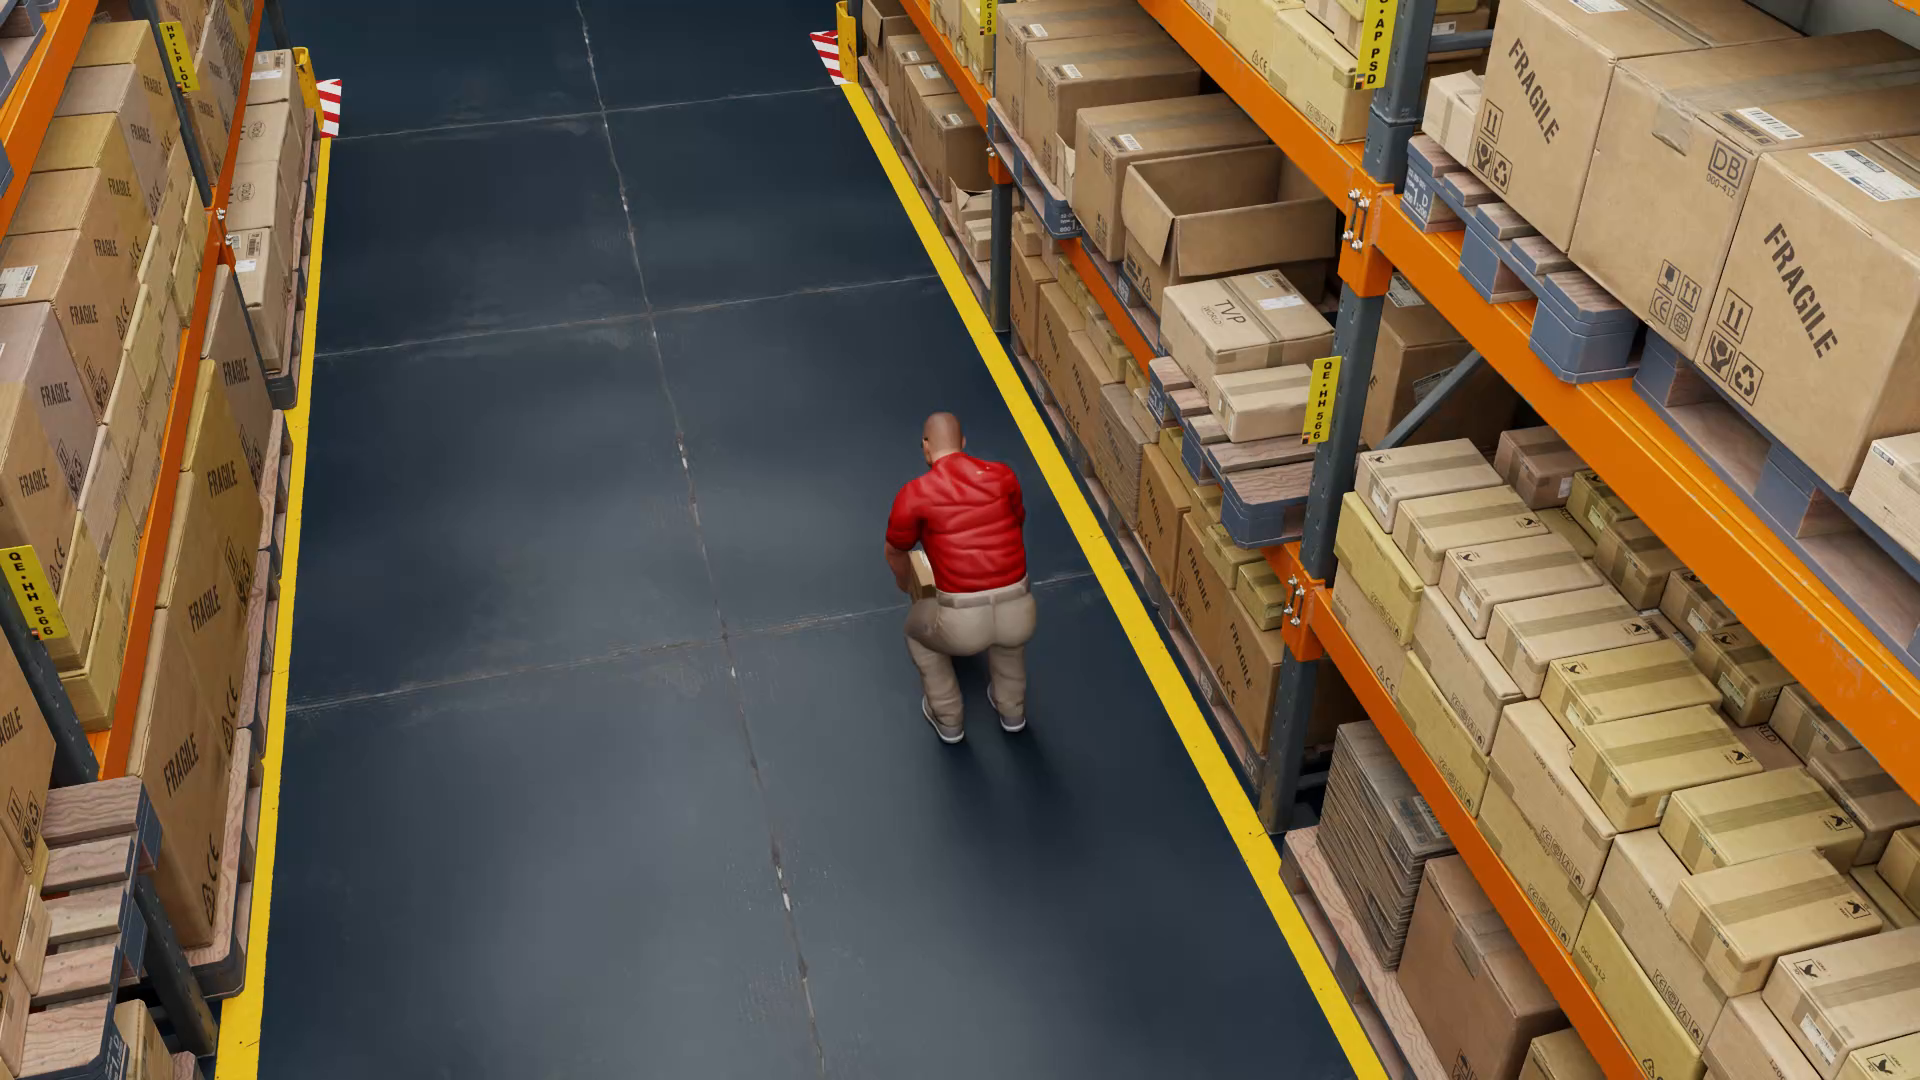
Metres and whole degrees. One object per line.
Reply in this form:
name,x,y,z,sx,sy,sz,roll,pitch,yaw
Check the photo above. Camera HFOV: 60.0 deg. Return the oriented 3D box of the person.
person,0.009,0.197,6.788,0.590,1.352,0.739,-9,39,-12
